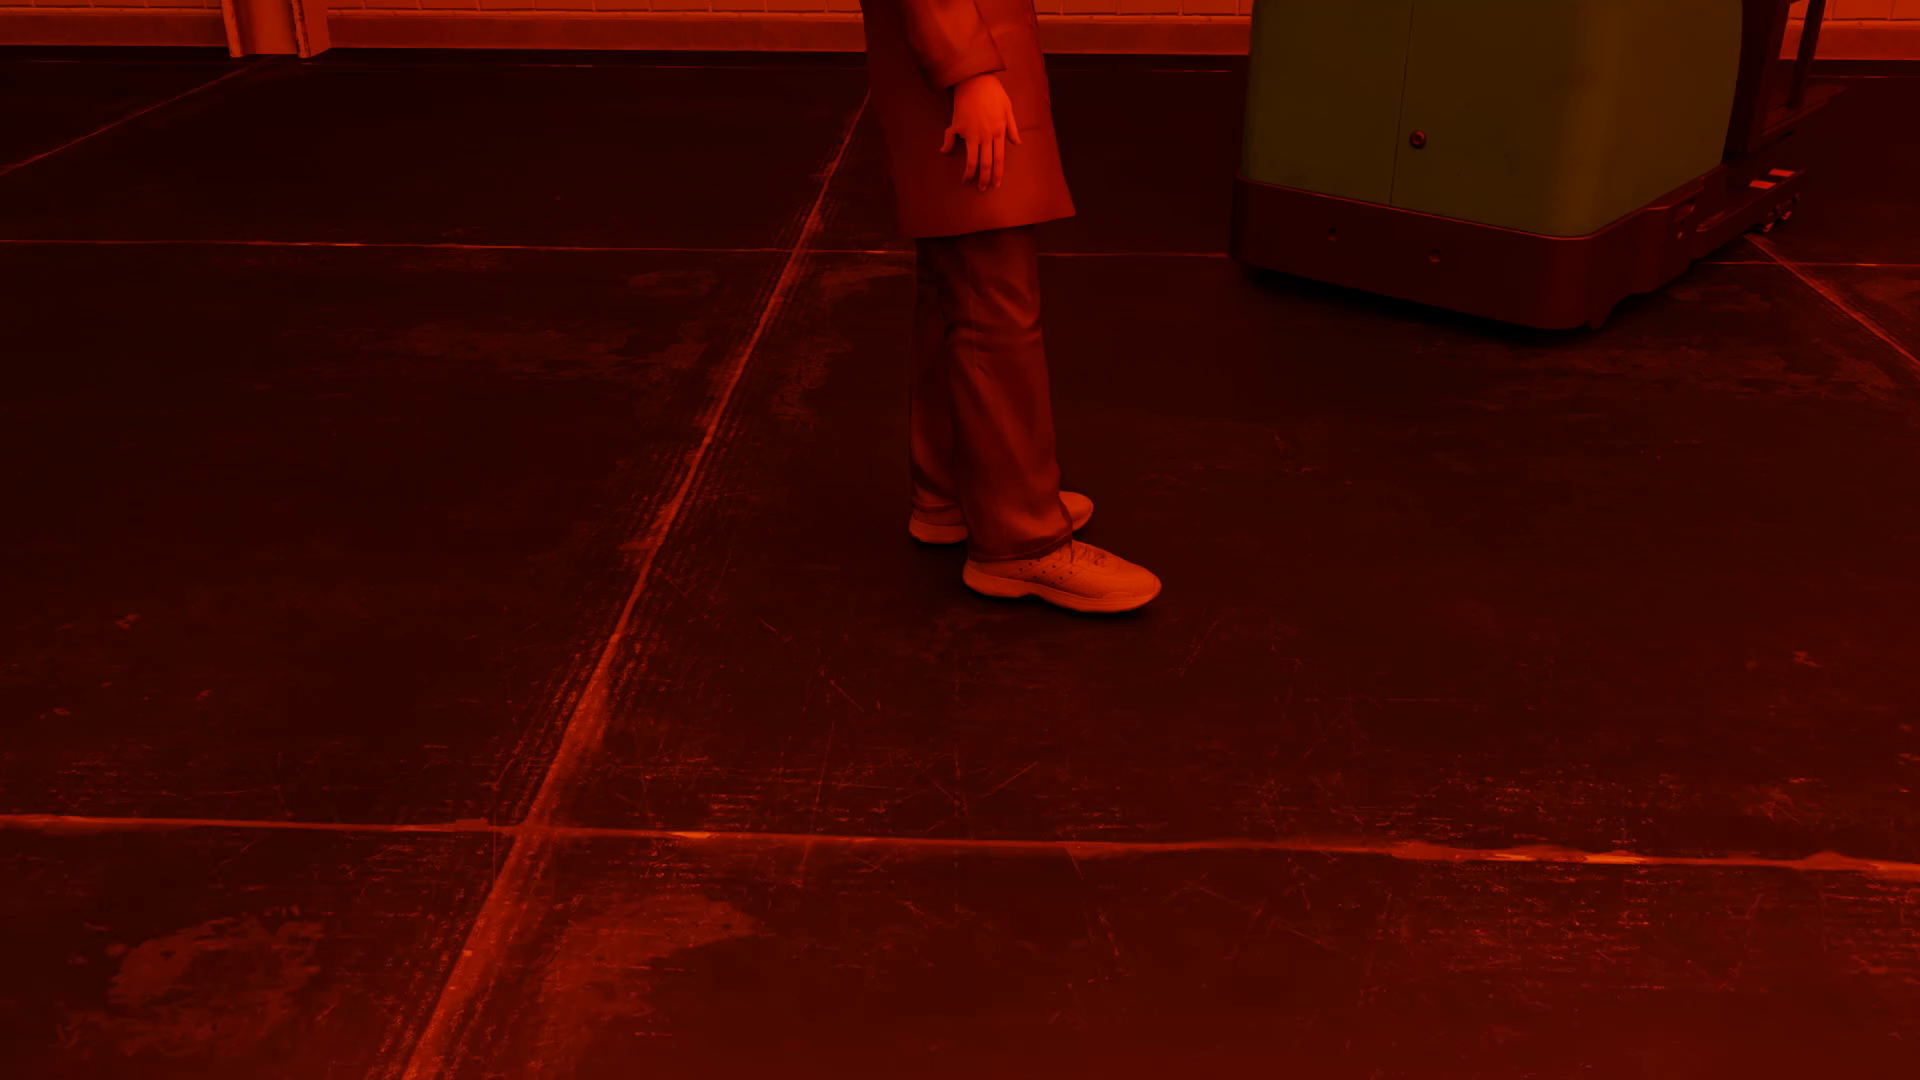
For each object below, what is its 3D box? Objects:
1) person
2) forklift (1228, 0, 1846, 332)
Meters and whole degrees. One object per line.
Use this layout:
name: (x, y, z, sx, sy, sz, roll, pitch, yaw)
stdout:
person: (0.092, -0.801, 2.929, 0.579, 1.778, 0.698, 1, 26, 2)
forklift: (2.124, -2.427, 4.940, 1.130, 2.935, 3.031, 21, 33, 36)
